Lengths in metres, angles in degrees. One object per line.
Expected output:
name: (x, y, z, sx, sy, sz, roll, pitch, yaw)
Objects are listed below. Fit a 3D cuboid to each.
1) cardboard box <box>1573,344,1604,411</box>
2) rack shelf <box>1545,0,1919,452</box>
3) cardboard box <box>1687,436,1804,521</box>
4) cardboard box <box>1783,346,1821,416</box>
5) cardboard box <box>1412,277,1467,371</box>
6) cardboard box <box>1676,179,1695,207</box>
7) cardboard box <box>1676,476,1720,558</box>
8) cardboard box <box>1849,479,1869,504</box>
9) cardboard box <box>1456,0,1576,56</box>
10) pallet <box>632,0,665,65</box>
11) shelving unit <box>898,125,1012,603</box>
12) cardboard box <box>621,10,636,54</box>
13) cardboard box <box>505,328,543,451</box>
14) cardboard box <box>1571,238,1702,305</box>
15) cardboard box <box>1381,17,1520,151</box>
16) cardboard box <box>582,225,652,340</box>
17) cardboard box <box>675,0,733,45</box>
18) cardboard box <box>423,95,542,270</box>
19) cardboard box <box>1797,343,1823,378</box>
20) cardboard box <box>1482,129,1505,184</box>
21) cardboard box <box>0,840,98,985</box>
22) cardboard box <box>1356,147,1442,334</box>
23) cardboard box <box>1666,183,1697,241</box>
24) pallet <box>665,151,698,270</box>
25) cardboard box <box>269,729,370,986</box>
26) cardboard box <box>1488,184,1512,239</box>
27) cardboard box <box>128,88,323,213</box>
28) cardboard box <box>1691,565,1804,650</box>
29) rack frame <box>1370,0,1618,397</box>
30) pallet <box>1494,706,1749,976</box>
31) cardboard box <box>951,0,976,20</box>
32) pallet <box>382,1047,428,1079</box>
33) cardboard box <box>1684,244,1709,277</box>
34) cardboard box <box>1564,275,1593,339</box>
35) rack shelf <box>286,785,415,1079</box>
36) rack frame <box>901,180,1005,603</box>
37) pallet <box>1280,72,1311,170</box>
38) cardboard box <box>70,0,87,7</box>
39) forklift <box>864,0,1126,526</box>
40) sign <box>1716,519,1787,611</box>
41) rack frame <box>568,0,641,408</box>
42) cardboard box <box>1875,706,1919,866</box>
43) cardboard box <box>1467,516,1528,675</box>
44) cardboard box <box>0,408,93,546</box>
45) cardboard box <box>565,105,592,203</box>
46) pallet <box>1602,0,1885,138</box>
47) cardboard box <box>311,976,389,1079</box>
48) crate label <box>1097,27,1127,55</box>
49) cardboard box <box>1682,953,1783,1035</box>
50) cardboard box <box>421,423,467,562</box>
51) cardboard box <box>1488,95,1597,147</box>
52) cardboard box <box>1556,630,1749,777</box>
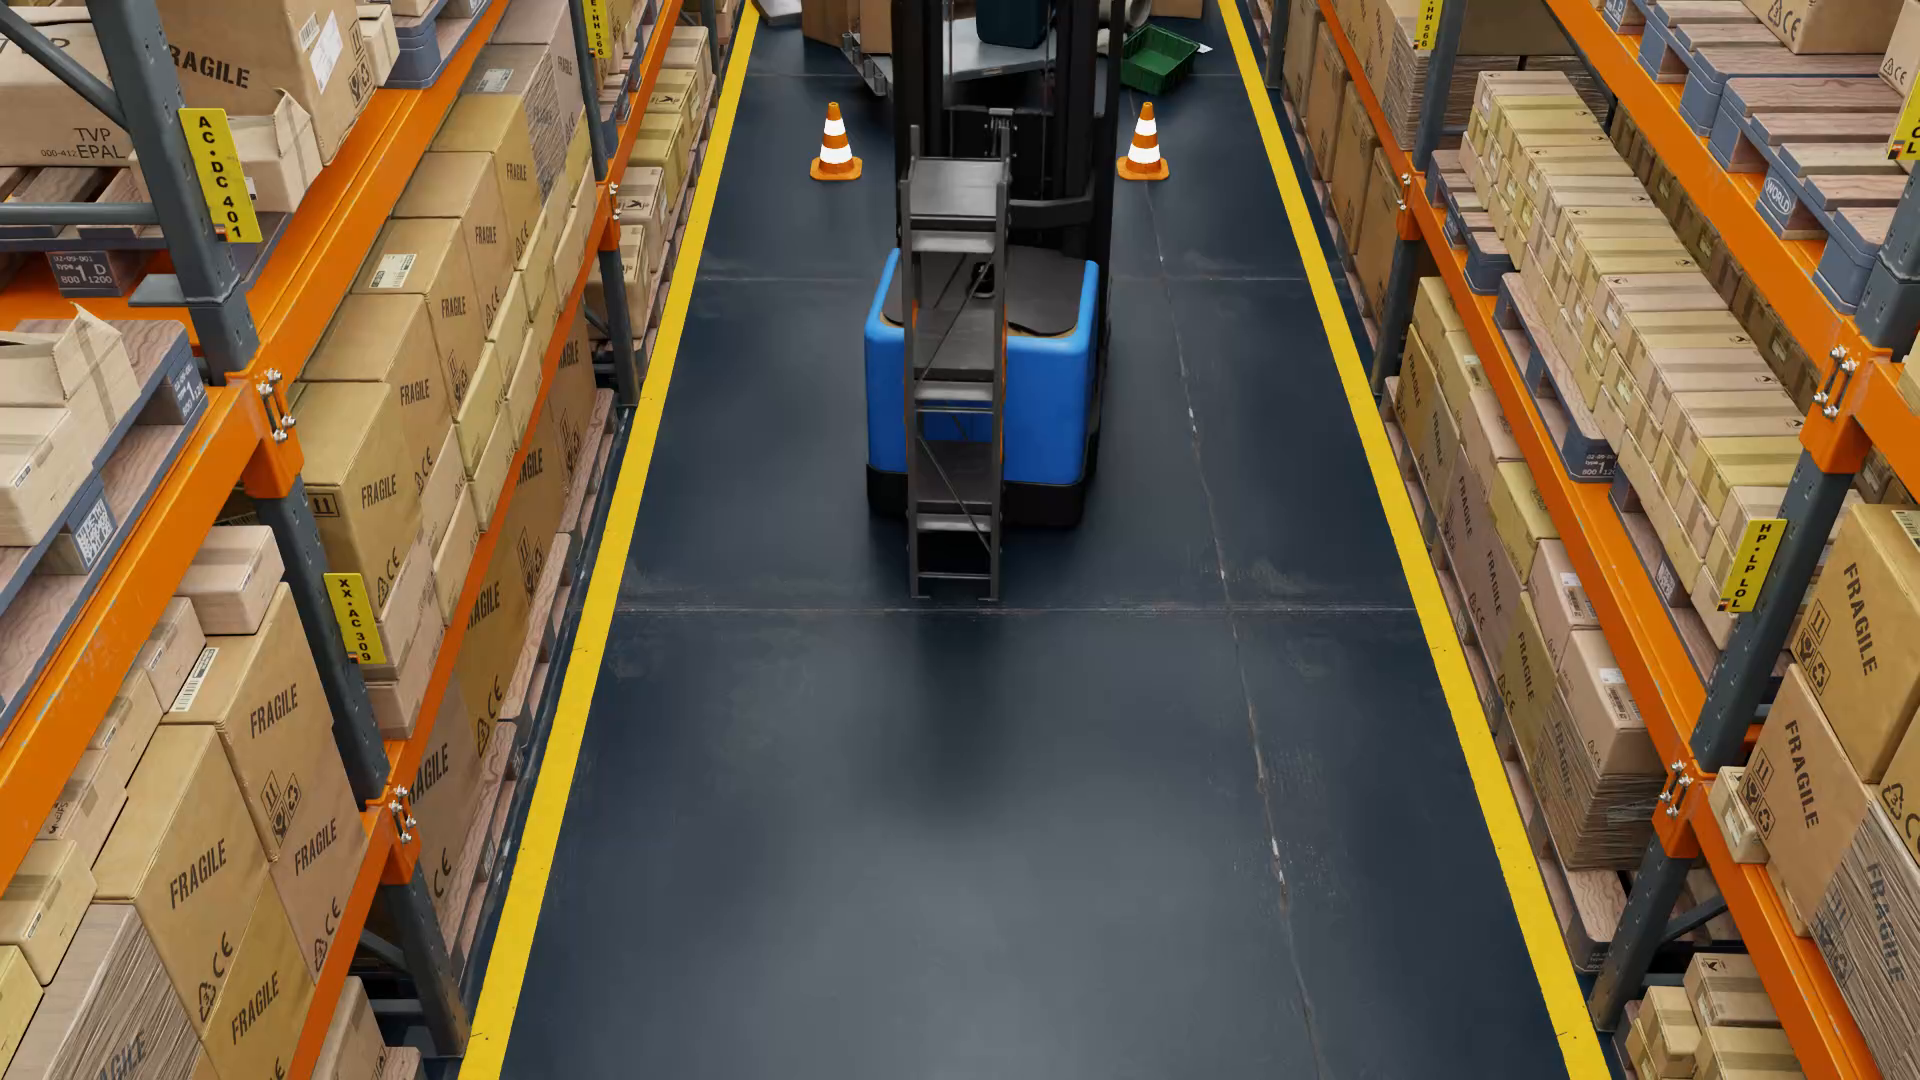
cardboard box: (2.531, -0.607, 6.219, 0.380, 0.149, 0.250, 2, 39, 2)
rack shelf: (2.732, -1.619, 5.793, 1.077, 0.370, 4.000, 0, 39, 0)
cardboard box: (2.537, -0.195, 5.230, 0.380, 0.149, 0.250, -1, 39, -1)
cardboard box: (3.187, -0.562, 5.925, 0.380, 0.149, 0.250, 1, 39, 2)
cardboard box: (2.488, -1.029, 7.945, 0.500, 0.250, 0.500, -2, 39, -2)
cardboard box: (3.191, -1.484, 6.838, 0.380, 0.149, 0.250, 1, 39, 1)
cardboard box: (2.535, -0.074, 5.316, 0.380, 0.149, 0.250, 0, 39, 0)
cardboard box: (3.191, -0.120, 5.612, 0.380, 0.149, 0.250, 0, 39, 0)
cardboard box: (2.739, -2.690, 8.074, 0.700, 0.500, 0.500, 0, 39, 0)
pallet: (-2.264, -3.076, 9.589, 1.003, 0.211, 1.213, 0, 39, 0)
shelving unit: (-0.013, -0.696, 7.185, 0.431, 2.100, 0.503, 2, 39, 3)
cardboard box: (-1.936, -2.702, 8.834, 0.380, 0.149, 0.250, 0, 39, 0)
cardboard box: (-1.931, -0.585, 6.447, 0.500, 0.250, 0.500, -1, 39, -1)
cardboard box: (2.536, -1.011, 6.247, 0.380, 0.149, 0.250, -1, 39, -1)
cardboard box: (2.460, -2.300, 8.387, 0.500, 0.500, 0.500, 0, 39, 0)
cardboard box: (-2.211, -1.405, 9.115, 0.950, 0.372, 0.625, -2, 39, -3)
cardboard box: (-1.956, -3.874, 12.294, 0.500, 0.250, 0.500, -2, 39, -2)
cardboard box: (-1.956, -1.388, 6.449, 0.500, 0.500, 0.500, 0, 39, 0)
cardboard box: (3.191, -0.674, 5.827, 0.380, 0.149, 0.250, 0, 39, 0)
cardboard box: (2.532, -1.690, 7.332, 0.380, 0.149, 0.250, 2, 39, 2)
cardboard box: (-1.960, 0.734, 3.282, 0.380, 0.149, 0.250, 0, 39, 0)
cardboard box: (2.819, -1.647, 9.115, 1.050, 0.750, 0.750, -1, 39, -1)
cardboard box: (3.190, -1.365, 6.927, 0.380, 0.149, 0.250, 0, 39, 0)
pallet: (-2.218, -2.074, 10.415, 1.003, 0.211, 1.213, 0, 39, 0)
cardboard box: (-1.960, 0.839, 4.470, 0.500, 0.500, 0.500, 0, 39, 0)
cardboard box: (2.529, -1.429, 7.245, 0.380, 0.149, 0.250, 2, 39, 2)
cardboard box: (-1.867, -1.007, 4.226, 0.396, 0.266, 0.258, 0, 39, 0)
cardboard box: (2.536, 0.208, 5.203, 0.380, 0.149, 0.250, -1, 39, -1)
rack frame: (2.729, -1.980, 8.067, 1.000, 3.000, 0.127, 0, 39, 0)
pallet: (2.732, 1.123, 6.425, 1.003, 0.211, 1.213, 0, 39, 0)
cardboard box: (0.313, -4.313, 12.867, 0.797, 0.637, 0.503, 0, 39, 0)
pallet: (-2.293, 2.152, 5.141, 1.003, 0.211, 1.213, 0, 39, 0)
cardboard box: (3.187, -1.097, 6.831, 0.380, 0.149, 0.250, -2, 39, -2)
cardboard box: (2.536, -0.885, 6.329, 0.380, 0.149, 0.250, 1, 39, 2)
rack shelf: (-2.214, 2.120, 3.527, 1.077, 0.370, 4.000, 0, 39, 0)
rack frame: (-0.027, -0.544, 6.995, 0.400, 2.100, 0.015, 2, 39, 3)
pallet: (2.801, -2.910, 11.459, 1.003, 0.211, 1.213, 0, 39, 0)
cardboard box: (-6.874, -4.120, 12.600, 0.500, 0.250, 0.500, -1, 39, -1)
forklift: (0.255, -2.126, 8.305, 1.130, 2.935, 3.031, 5, 39, 6)
sign: (2.179, 0.073, 4.580, 0.100, 0.325, 0.005, 0, 39, 0)
rack frame: (-2.221, -1.913, 7.984, 1.000, 3.000, 0.127, 0, 39, 0)
cardboard box: (2.507, 0.583, 3.752, 0.500, 0.500, 0.500, -1, 39, -1)
cardboard box: (2.485, 0.229, 6.974, 0.500, 0.500, 0.500, -1, 39, -1)
cardboard box: (-1.895, -0.122, 3.136, 0.380, 0.149, 0.250, 1, 39, 1)
cardboard box: (-1.966, -1.747, 7.497, 0.500, 0.250, 0.500, 0, 39, 0)
pallet: (2.836, -1.610, 5.358, 1.213, 0.211, 1.003, 0, 39, 0)
cardboard box: (-2.323, 1.817, 5.042, 0.875, 0.438, 0.875, -1, 39, -1)
crate label: (1.122, -3.781, 12.604, 0.298, 0.136, 0.250, -28, 46, -30)
cardboard box: (2.527, 1.454, 5.251, 0.380, 0.149, 0.250, 1, 39, 2)
cardboard box: (-1.963, -0.149, 5.504, 0.500, 0.250, 0.500, 1, 39, 1)
cardboard box: (2.539, -1.820, 7.258, 0.380, 0.149, 0.250, -1, 39, -1)
cardboard box: (2.480, 0.575, 5.943, 0.500, 0.250, 0.500, -1, 39, -1)
